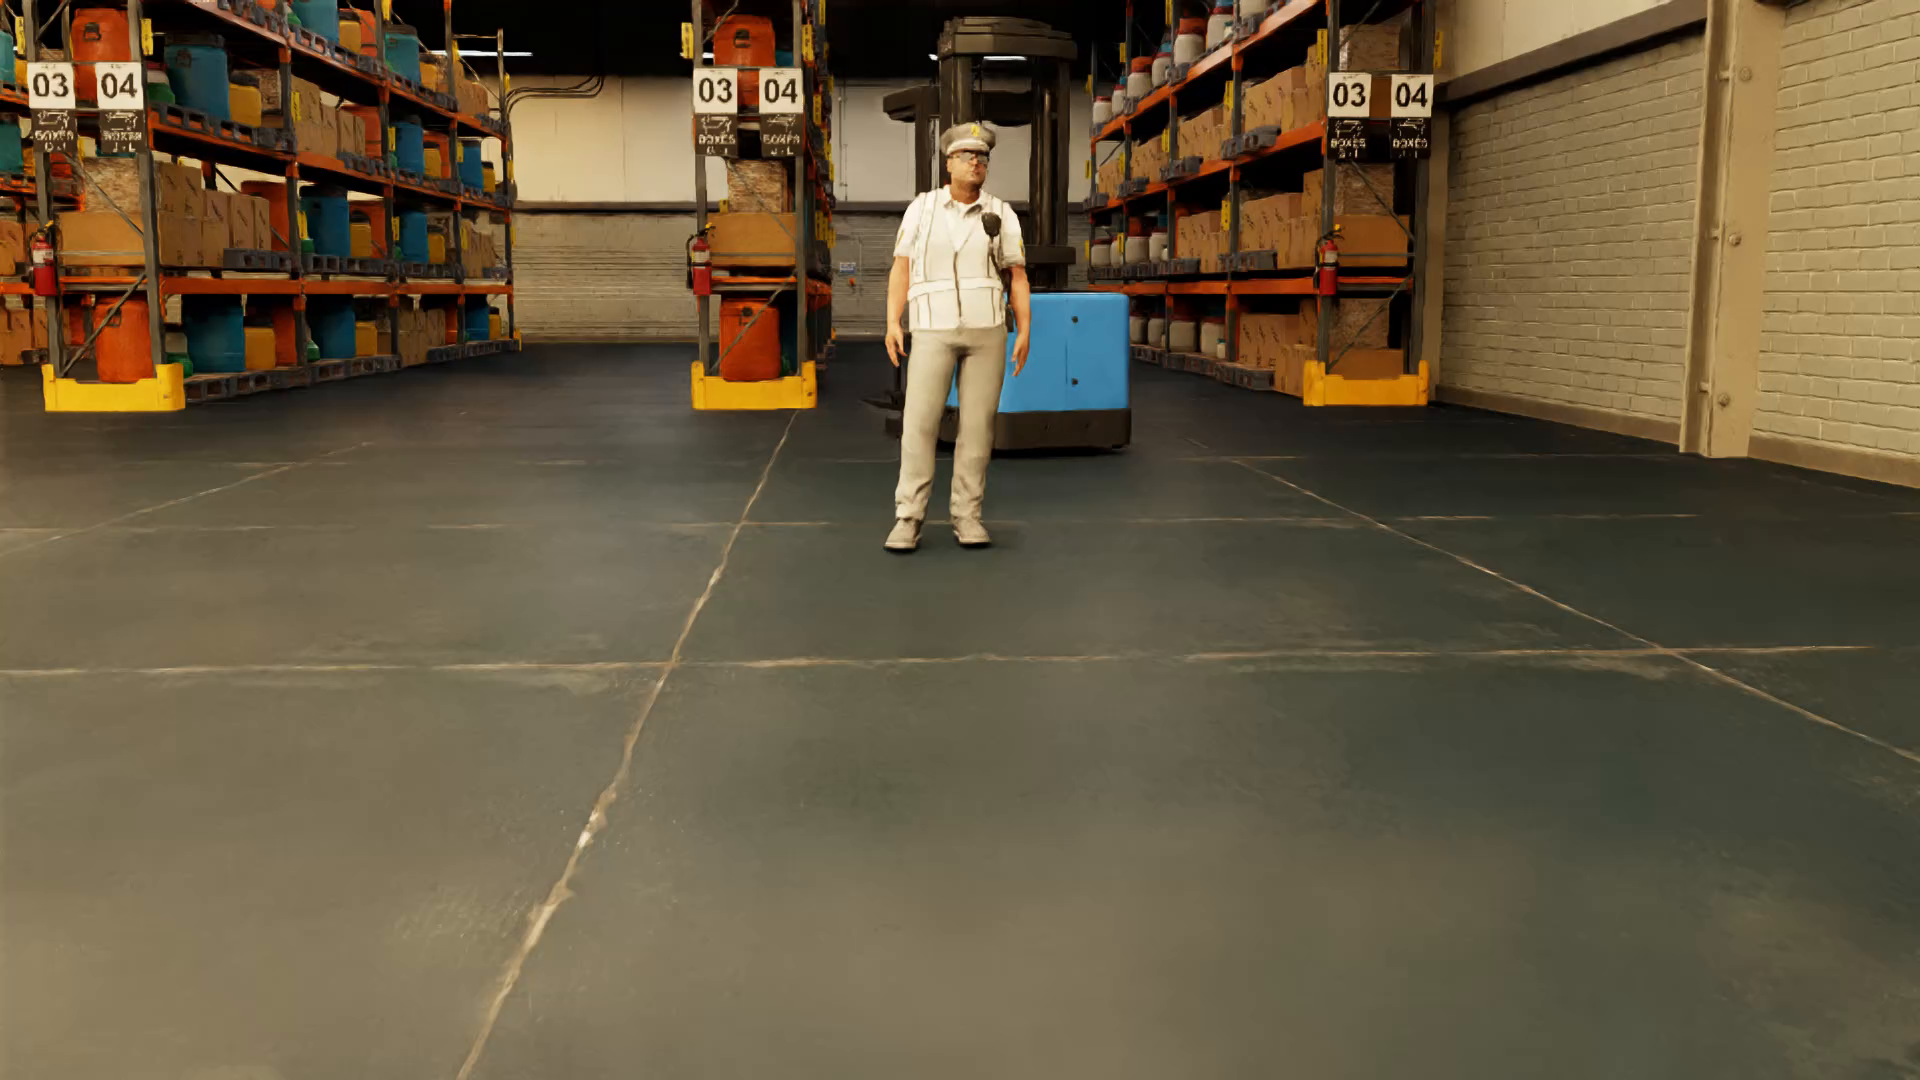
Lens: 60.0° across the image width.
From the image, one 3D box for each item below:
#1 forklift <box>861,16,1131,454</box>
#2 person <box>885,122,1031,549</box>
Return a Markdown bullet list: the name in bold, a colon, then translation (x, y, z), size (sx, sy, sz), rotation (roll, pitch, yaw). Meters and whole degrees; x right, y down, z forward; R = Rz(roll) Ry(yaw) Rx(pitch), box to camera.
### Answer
- **forklift**: translation (0.099, -2.200, 12.148), size (1.130, 2.935, 3.031), rotation (-4, 9, -23)
- **person**: translation (-0.007, -0.878, 7.100), size (0.640, 1.781, 0.574), rotation (-1, 8, -4)
